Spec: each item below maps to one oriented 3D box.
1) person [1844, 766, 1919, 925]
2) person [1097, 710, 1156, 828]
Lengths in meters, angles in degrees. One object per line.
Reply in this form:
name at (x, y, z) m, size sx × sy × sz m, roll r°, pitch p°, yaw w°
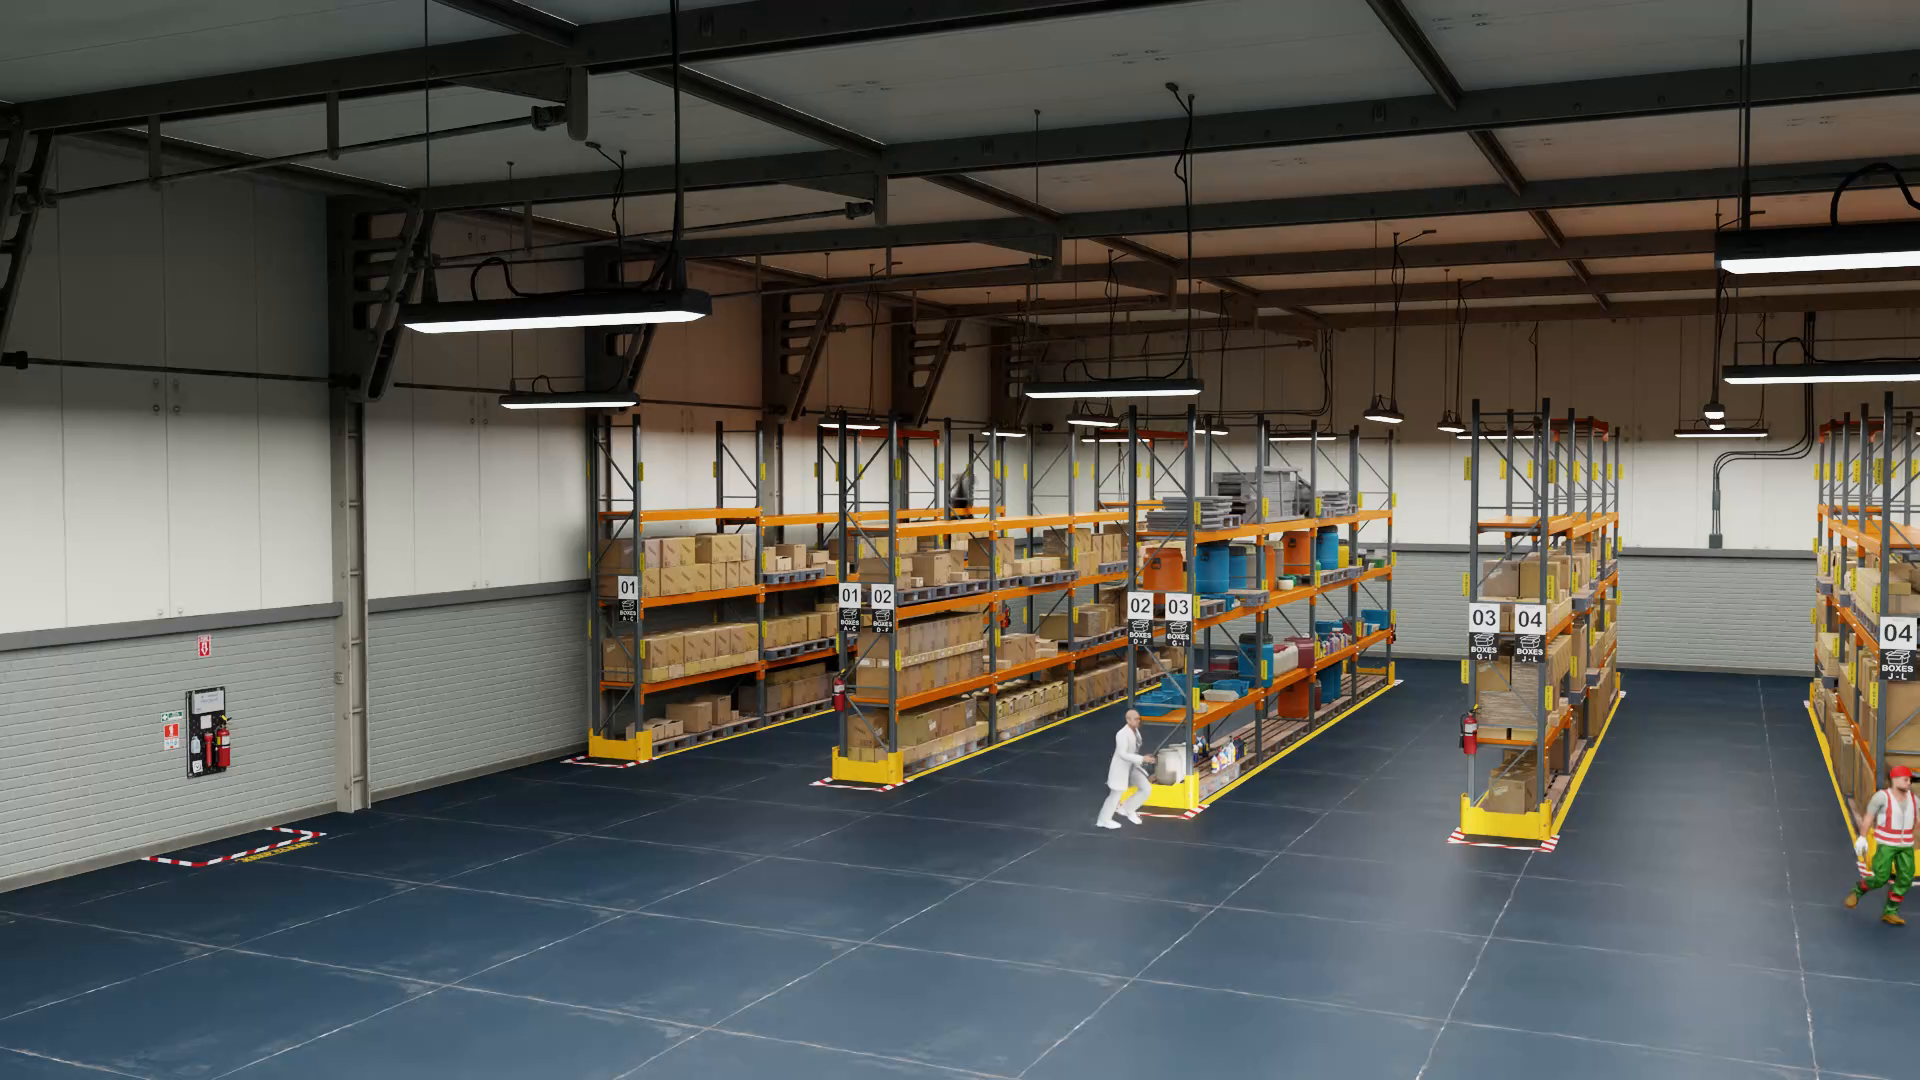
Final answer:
person at (10.301, 3.357, 18.451) m, size 0.705 × 1.758 × 0.697 m, roll 0°, pitch 2°, yaw -5°
person at (2.329, 3.287, 23.101) m, size 1.006 × 1.506 × 0.702 m, roll 2°, pitch 3°, yaw 41°
